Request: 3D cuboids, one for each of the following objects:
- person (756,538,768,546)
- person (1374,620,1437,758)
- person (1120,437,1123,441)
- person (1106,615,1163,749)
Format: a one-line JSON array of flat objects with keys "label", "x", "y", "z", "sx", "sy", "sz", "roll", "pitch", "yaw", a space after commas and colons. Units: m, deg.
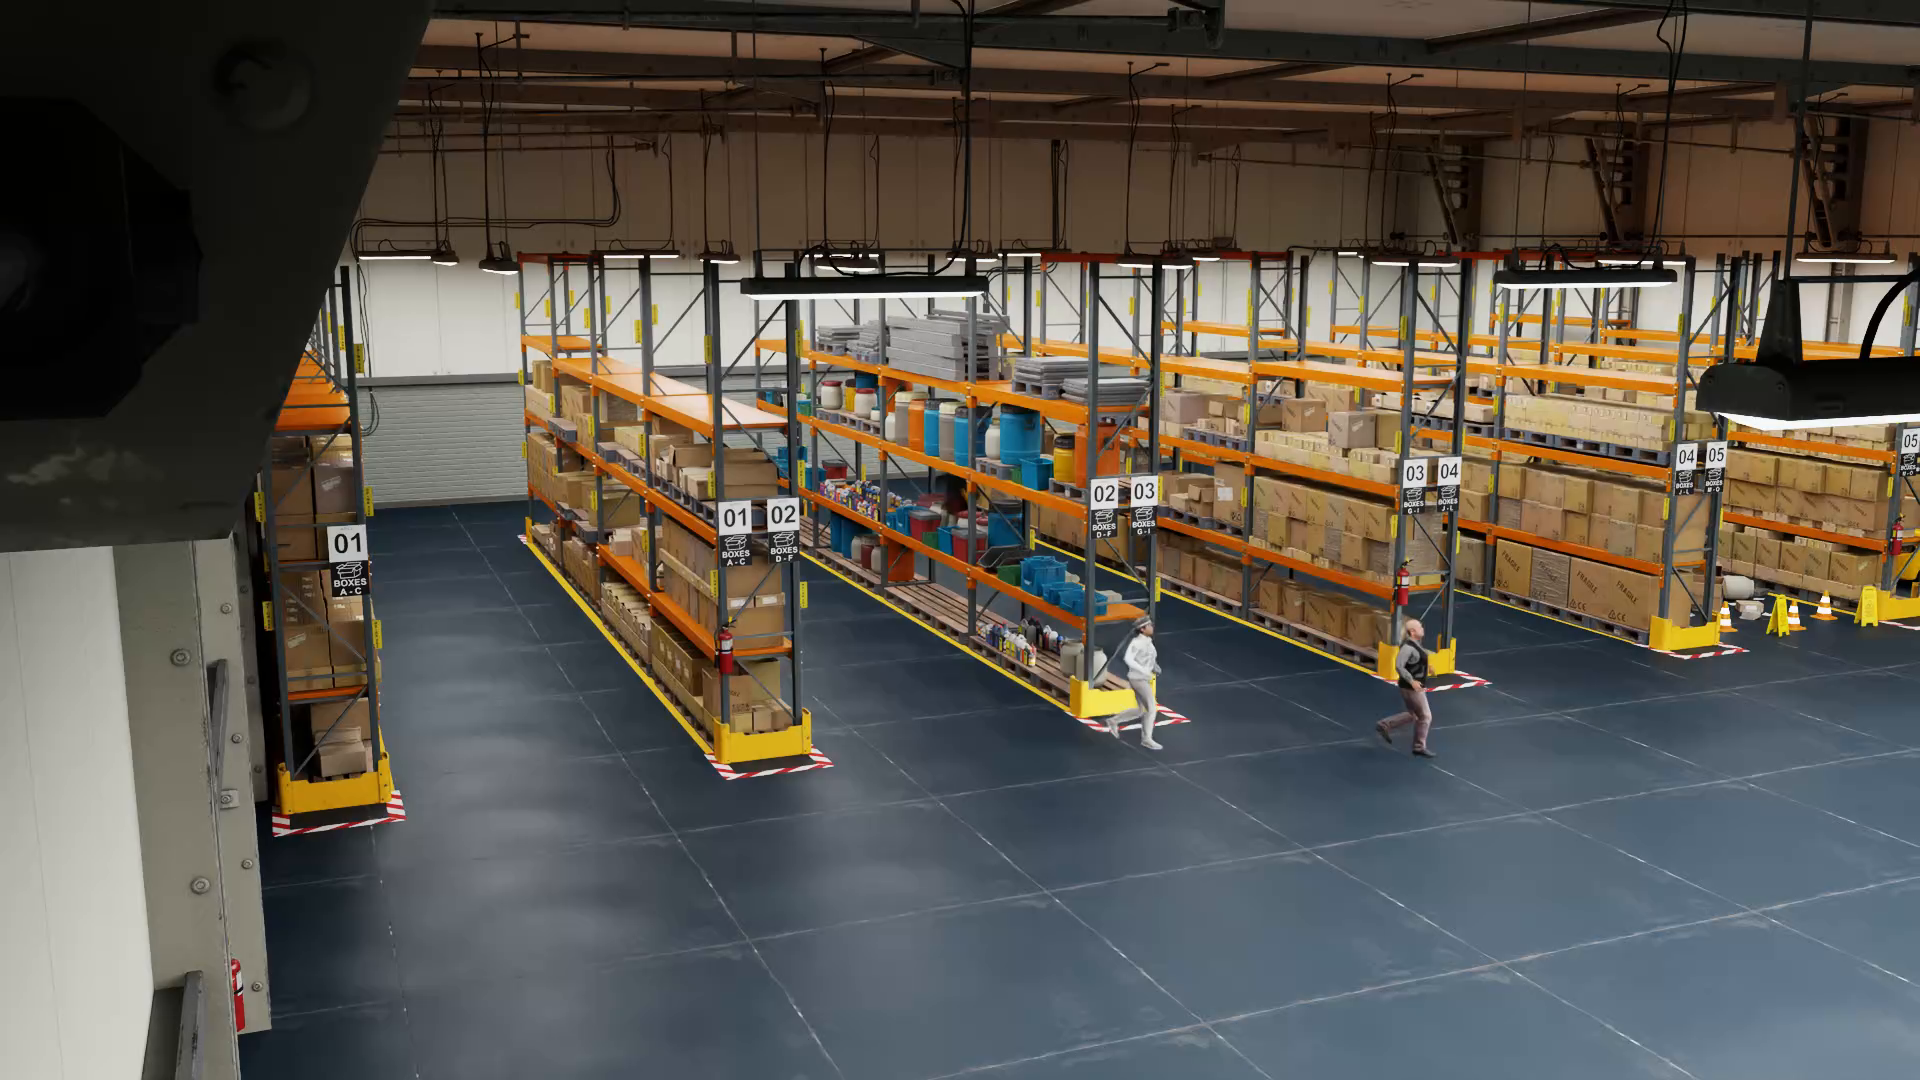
[{"label": "person", "x": -3.605, "y": 0.110, "z": 29.740, "sx": 0.525, "sy": 1.467, "sz": 0.851, "roll": -8, "pitch": 13, "yaw": -37}, {"label": "person", "x": 5.513, "y": 1.813, "z": 20.461, "sx": 0.764, "sy": 1.718, "sz": 0.657, "roll": 3, "pitch": 11, "yaw": 16}, {"label": "person", "x": 3.722, "y": -1.630, "z": 39.478, "sx": 0.633, "sy": 1.621, "sz": 0.537, "roll": 2, "pitch": 11, "yaw": 13}, {"label": "person", "x": 2.243, "y": 1.758, "z": 20.935, "sx": 0.730, "sy": 1.672, "sz": 0.661, "roll": 4, "pitch": 11, "yaw": 20}]
